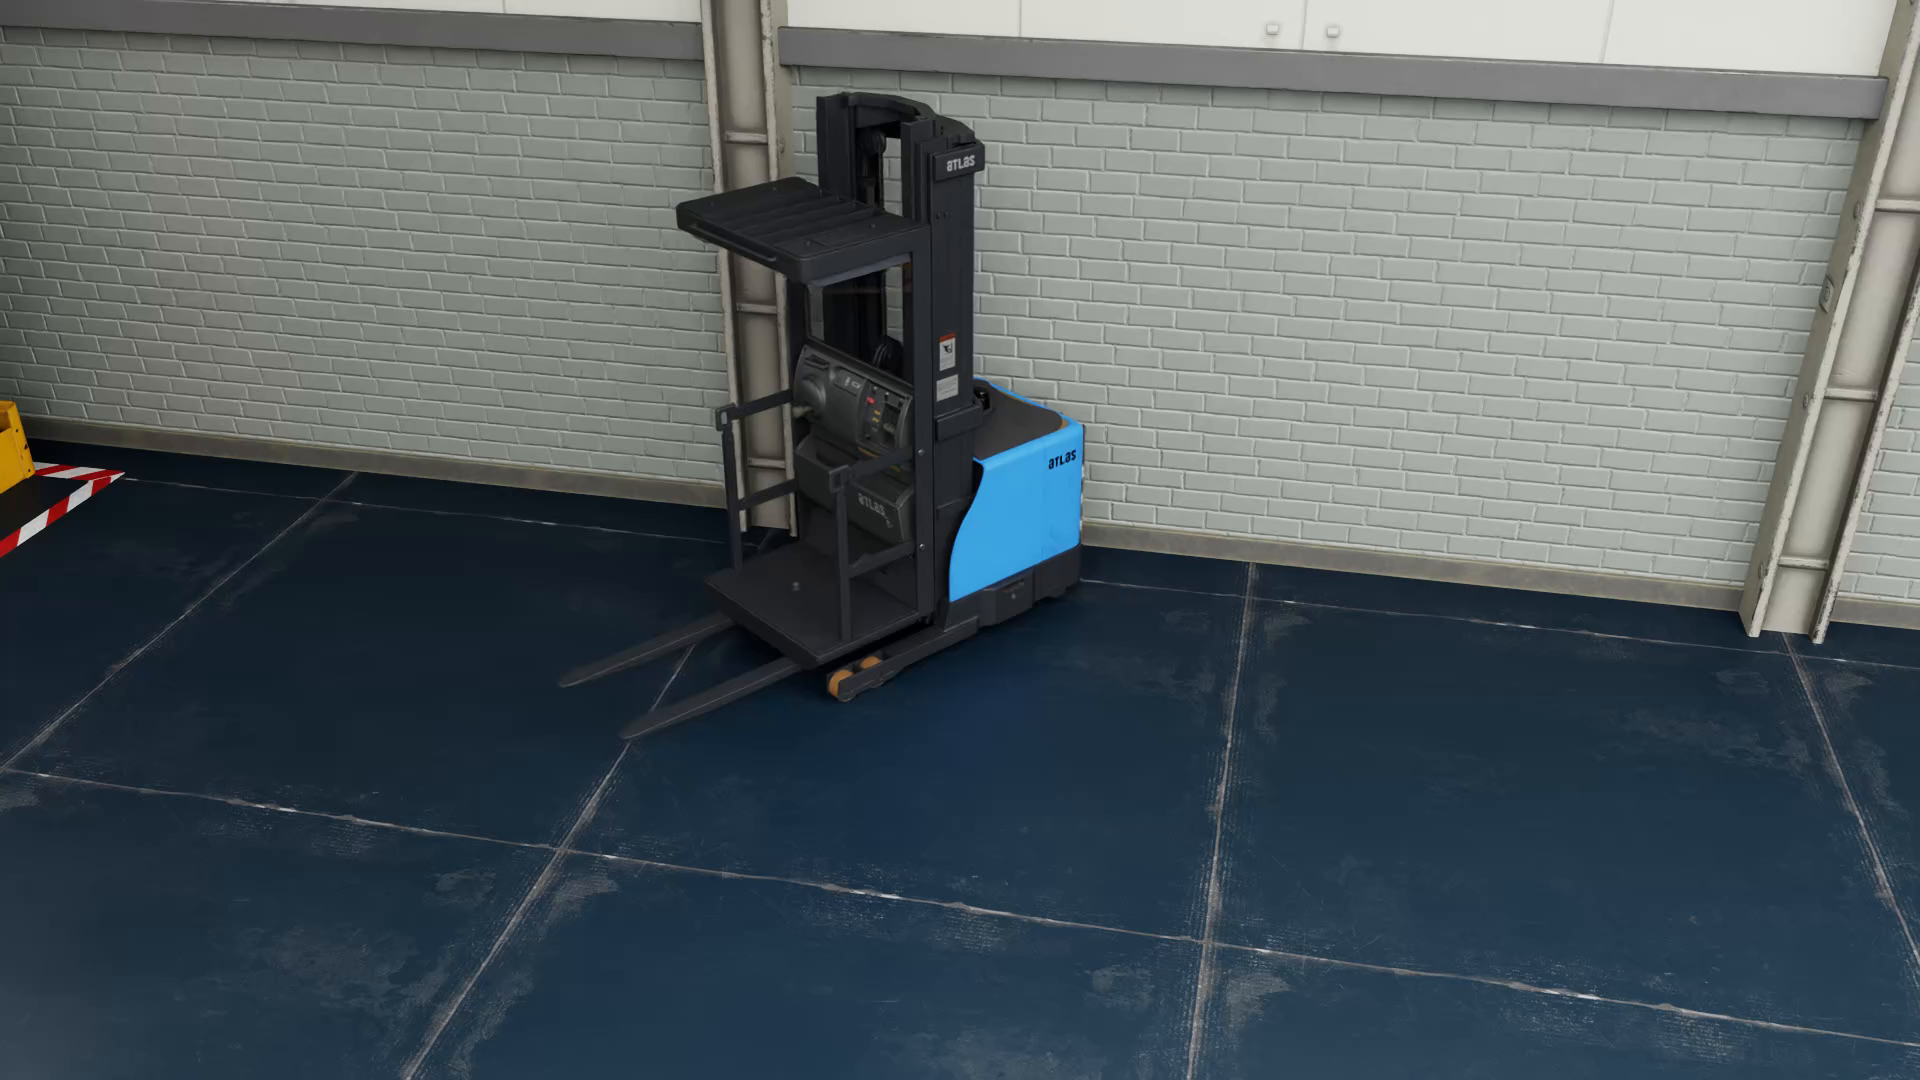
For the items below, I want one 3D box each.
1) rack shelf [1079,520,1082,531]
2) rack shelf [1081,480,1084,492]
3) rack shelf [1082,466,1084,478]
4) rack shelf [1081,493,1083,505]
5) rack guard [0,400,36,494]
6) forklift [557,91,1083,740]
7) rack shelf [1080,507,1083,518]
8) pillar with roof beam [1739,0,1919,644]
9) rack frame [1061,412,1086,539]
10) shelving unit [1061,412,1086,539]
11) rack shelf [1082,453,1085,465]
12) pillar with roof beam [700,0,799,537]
[{"bbox_3d":[0.586,-0.109,10.118,0.200,0.077,0.258,-18,33,-29],"label":"rack shelf"},{"bbox_3d":[0.586,-0.346,9.989,0.200,0.077,0.258,-18,33,-29],"label":"rack shelf"},{"bbox_3d":[0.586,-0.425,9.945,0.200,0.077,0.258,-18,33,-29],"label":"rack shelf"},{"bbox_3d":[0.586,-0.267,10.032,0.200,0.077,0.258,-18,33,-29],"label":"rack shelf"},{"bbox_3d":[-6.529,-0.436,10.688,0.348,0.500,1.175,6,29,11],"label":"rack guard"},{"bbox_3d":[-0.729,-0.711,8.659,3.031,2.935,1.130,-23,36,-35],"label":"forklift"},{"bbox_3d":[0.586,-0.188,10.075,0.200,0.077,0.258,-18,33,-29],"label":"rack shelf"},{"bbox_3d":[3.791,-1.434,3.661,0.400,9.000,9.100,6,29,11],"label":"pillar with roof beam"},{"bbox_3d":[0.671,-0.323,10.065,0.006,0.900,0.240,-18,33,-29],"label":"rack frame"},{"bbox_3d":[0.586,-0.296,10.016,0.210,0.900,0.258,-18,33,-29],"label":"shelving unit"},{"bbox_3d":[0.586,-0.504,9.902,0.200,0.077,0.258,-18,33,-29],"label":"rack shelf"},{"bbox_3d":[-2.077,-2.036,4.760,0.400,9.000,9.100,6,29,11],"label":"pillar with roof beam"}]
